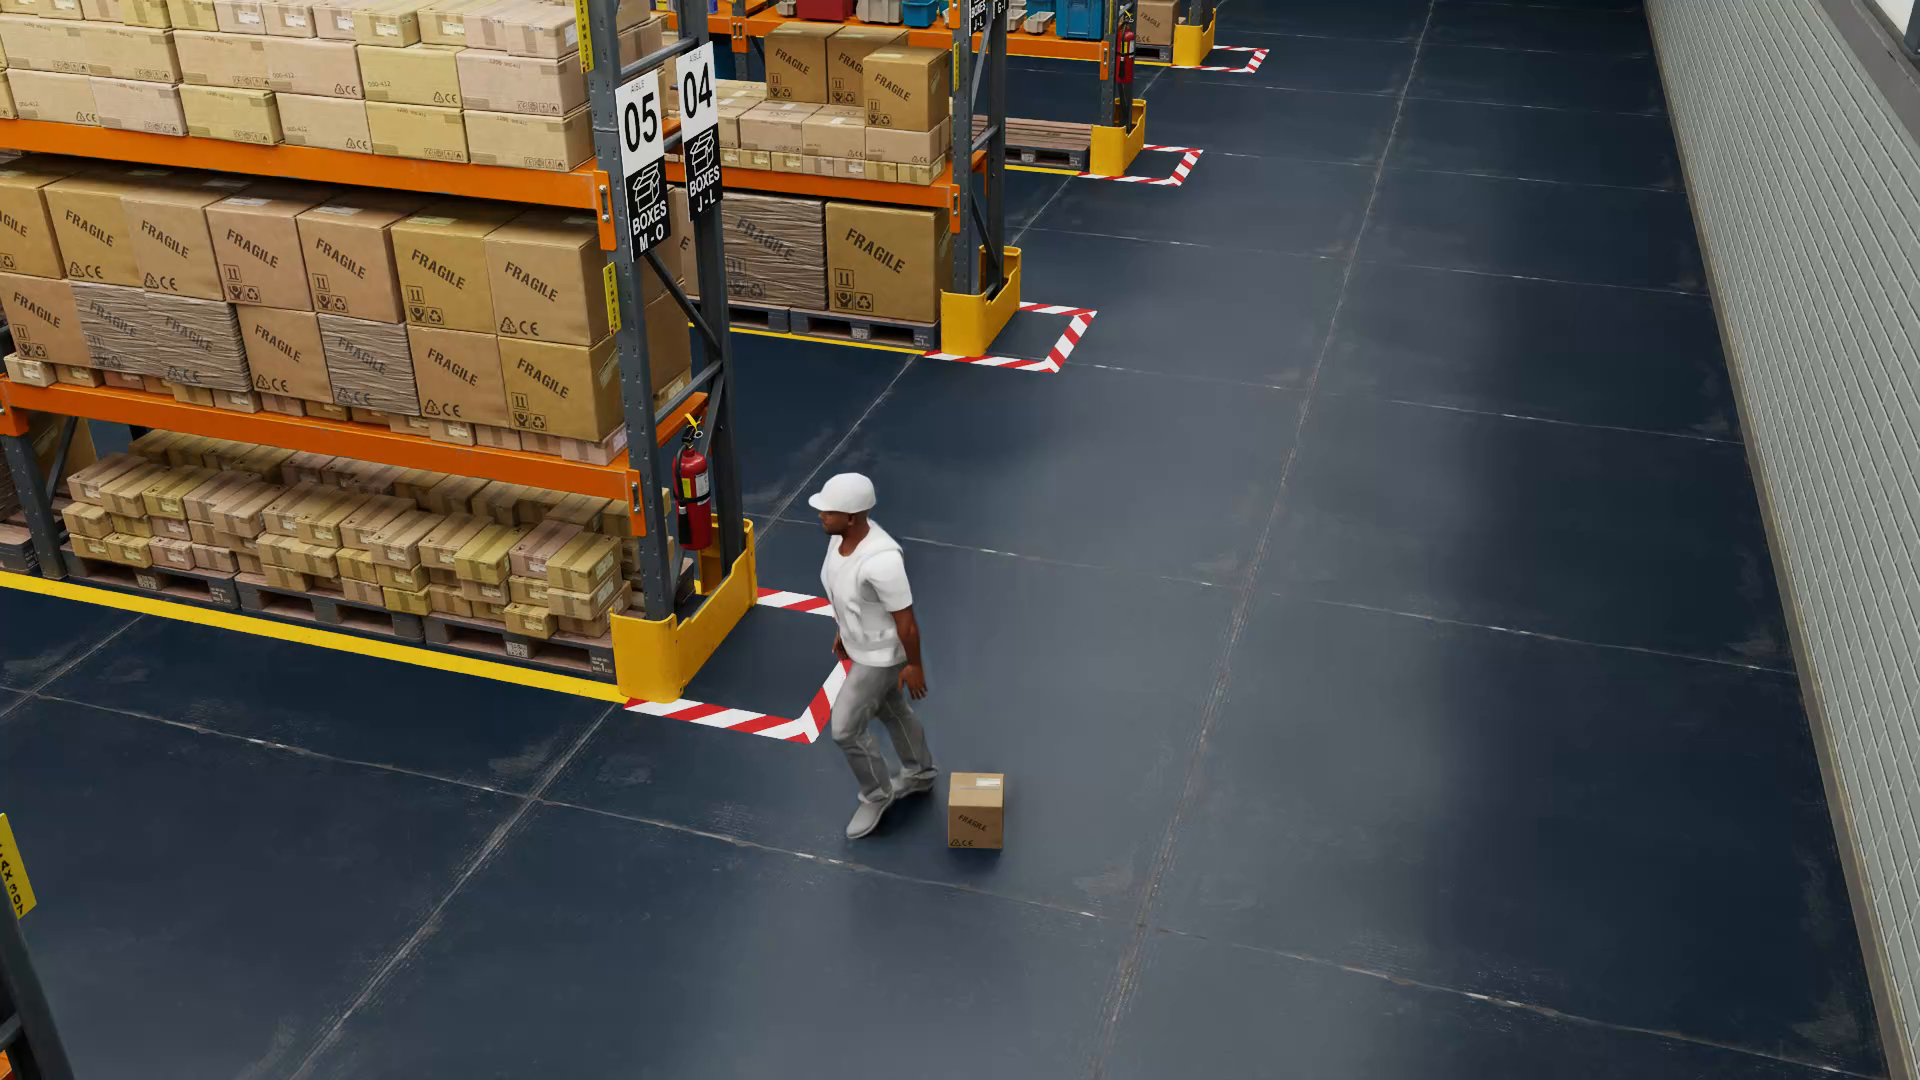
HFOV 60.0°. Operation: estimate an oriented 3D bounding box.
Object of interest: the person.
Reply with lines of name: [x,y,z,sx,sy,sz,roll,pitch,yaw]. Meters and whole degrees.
person: [-0.374,0.488,7.602,0.560,1.774,0.607,-9,30,-16]
